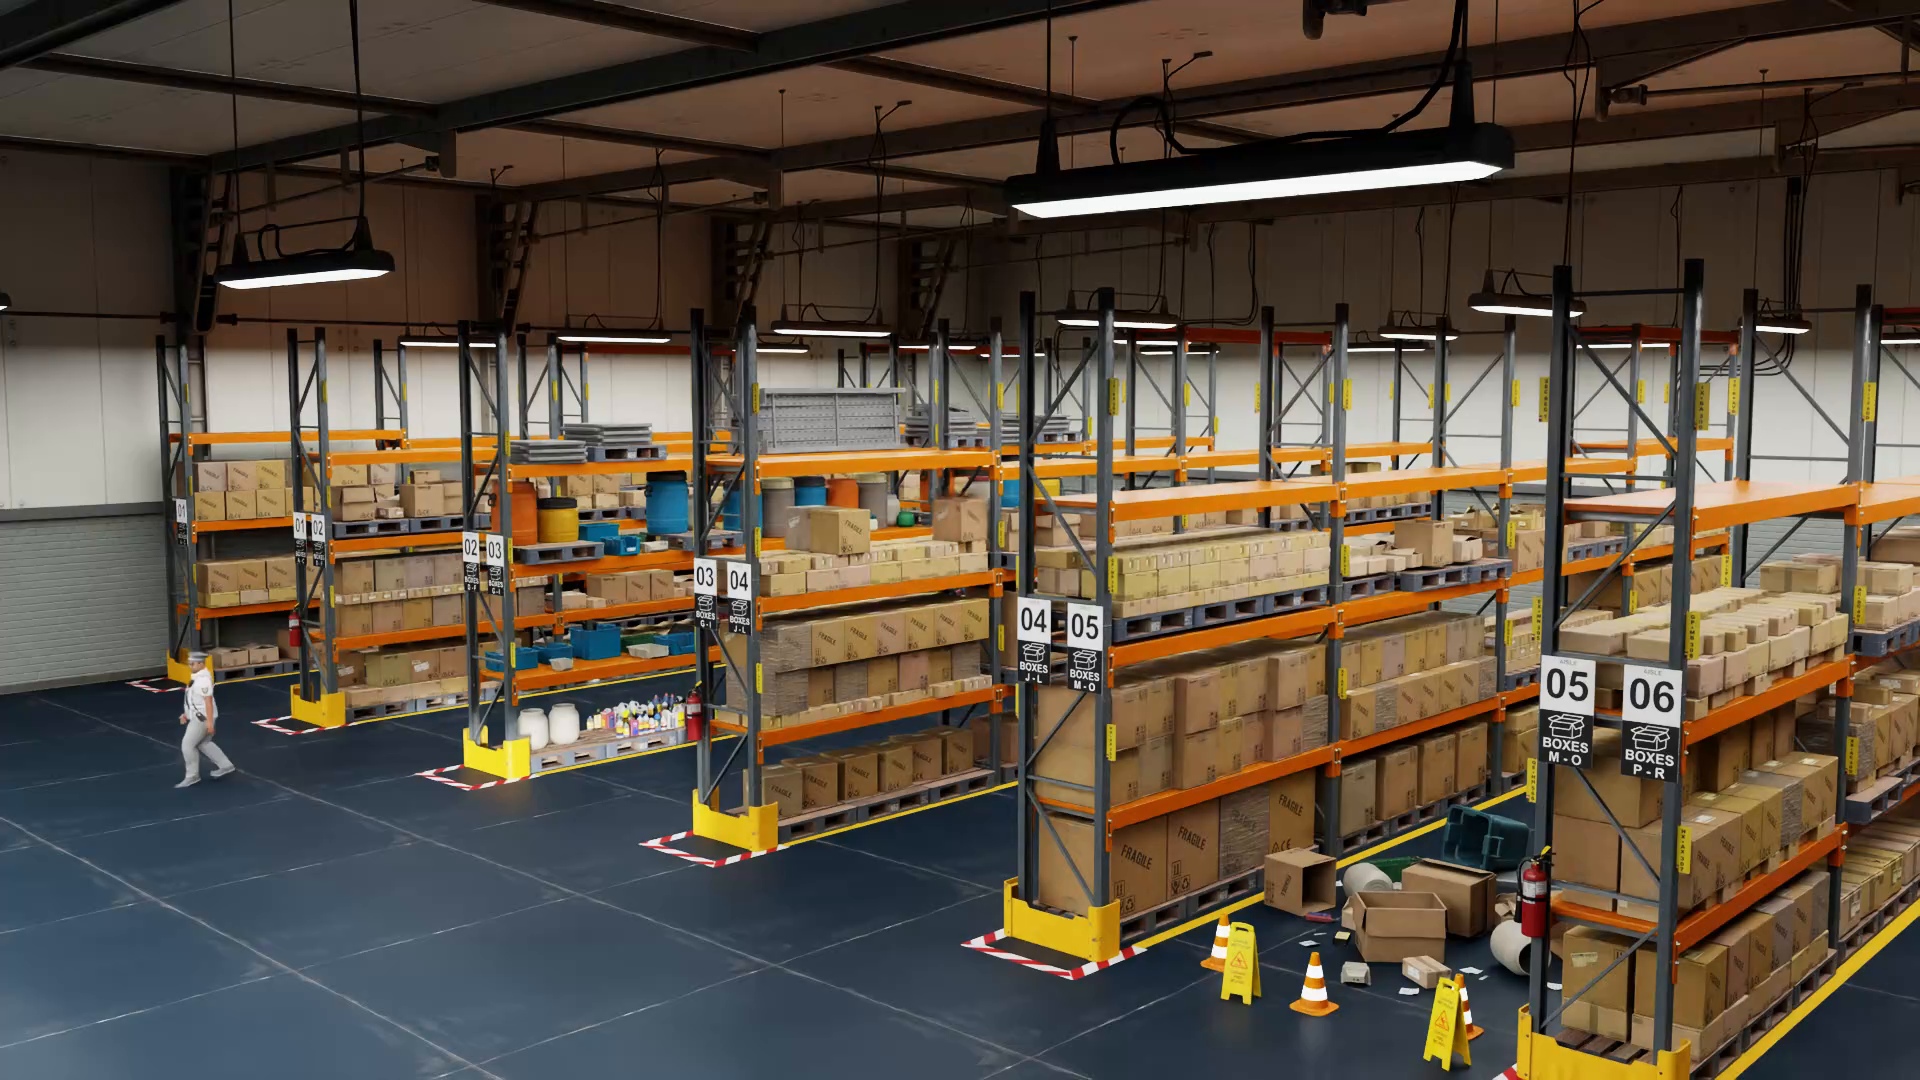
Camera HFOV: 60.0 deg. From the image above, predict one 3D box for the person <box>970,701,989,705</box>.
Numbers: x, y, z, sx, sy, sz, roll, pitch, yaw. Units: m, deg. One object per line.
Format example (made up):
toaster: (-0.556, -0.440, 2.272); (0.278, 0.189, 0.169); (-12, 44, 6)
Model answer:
person: (0.307, 1.772, 26.928); (0.733, 1.748, 0.747); (4, 7, 35)

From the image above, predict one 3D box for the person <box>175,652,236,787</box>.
person: (-9.790, 2.310, 21.500); (0.742, 1.765, 0.617); (-3, 6, -29)
